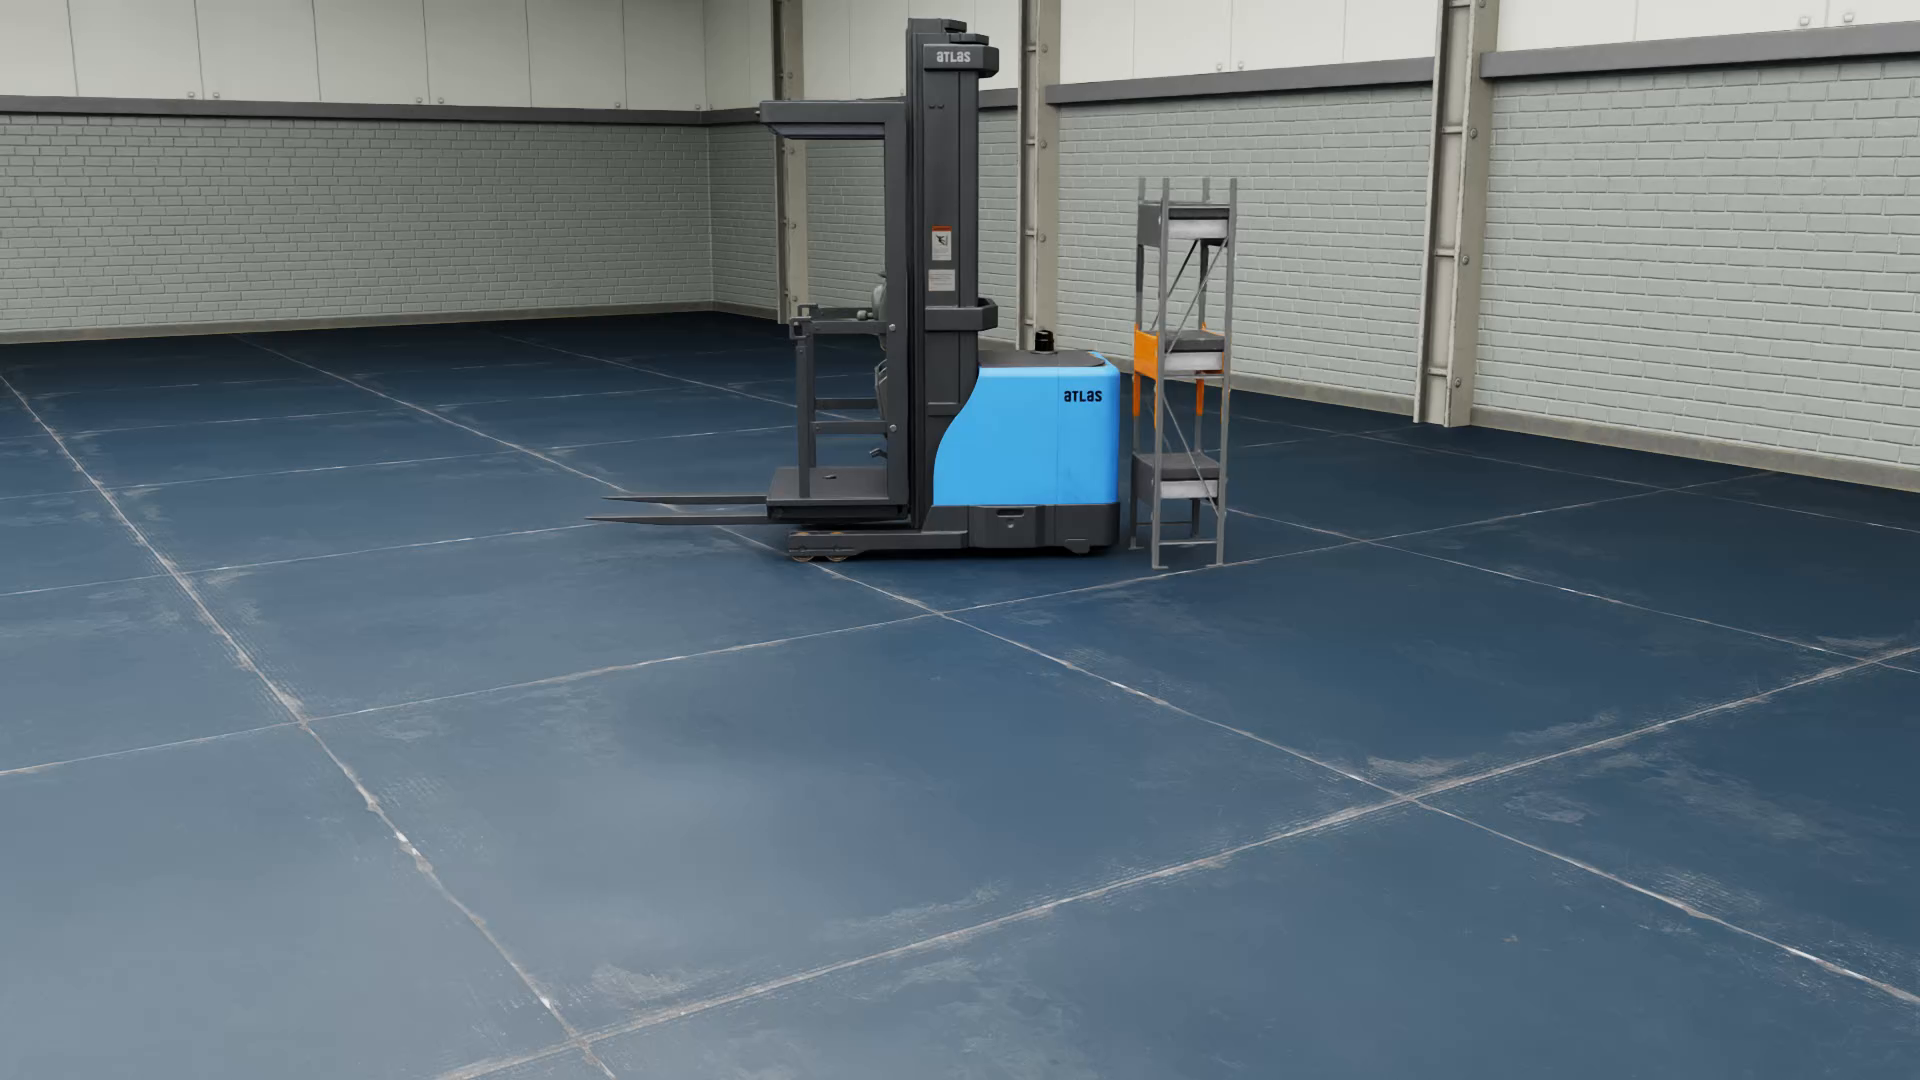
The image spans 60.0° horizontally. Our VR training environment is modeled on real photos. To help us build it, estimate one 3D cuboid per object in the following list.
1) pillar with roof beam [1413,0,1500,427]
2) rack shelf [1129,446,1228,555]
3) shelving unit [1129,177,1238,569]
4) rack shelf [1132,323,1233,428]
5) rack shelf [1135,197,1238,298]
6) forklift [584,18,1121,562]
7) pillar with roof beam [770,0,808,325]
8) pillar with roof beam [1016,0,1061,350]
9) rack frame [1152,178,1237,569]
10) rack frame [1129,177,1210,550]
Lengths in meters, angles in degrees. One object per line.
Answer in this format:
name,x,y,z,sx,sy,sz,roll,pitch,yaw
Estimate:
pillar with roof beam,0.630,-4.907,11.237,9.100,9.000,0.400,-8,15,-33
rack shelf,1.217,-0.229,9.328,0.431,0.518,0.480,-2,13,-9
shelving unit,1.218,-0.926,9.174,0.431,2.100,0.503,-2,13,-9
rack shelf,1.218,-0.912,9.177,0.431,0.518,0.480,-2,13,-9
rack shelf,1.220,-1.596,9.026,0.431,0.518,0.480,-2,13,-9
forklift,-0.626,-1.425,9.518,3.031,2.935,1.130,-1,12,-3
pillar with roof beam,-6.019,-7.041,20.996,9.100,9.000,0.400,-8,15,-33
pillar with roof beam,-2.695,-5.974,16.117,9.100,9.000,0.400,-8,15,-33
rack frame,1.256,-0.873,8.938,0.400,2.100,0.015,-2,13,-9
rack frame,1.181,-0.978,9.409,0.400,2.100,0.015,-2,13,-9
